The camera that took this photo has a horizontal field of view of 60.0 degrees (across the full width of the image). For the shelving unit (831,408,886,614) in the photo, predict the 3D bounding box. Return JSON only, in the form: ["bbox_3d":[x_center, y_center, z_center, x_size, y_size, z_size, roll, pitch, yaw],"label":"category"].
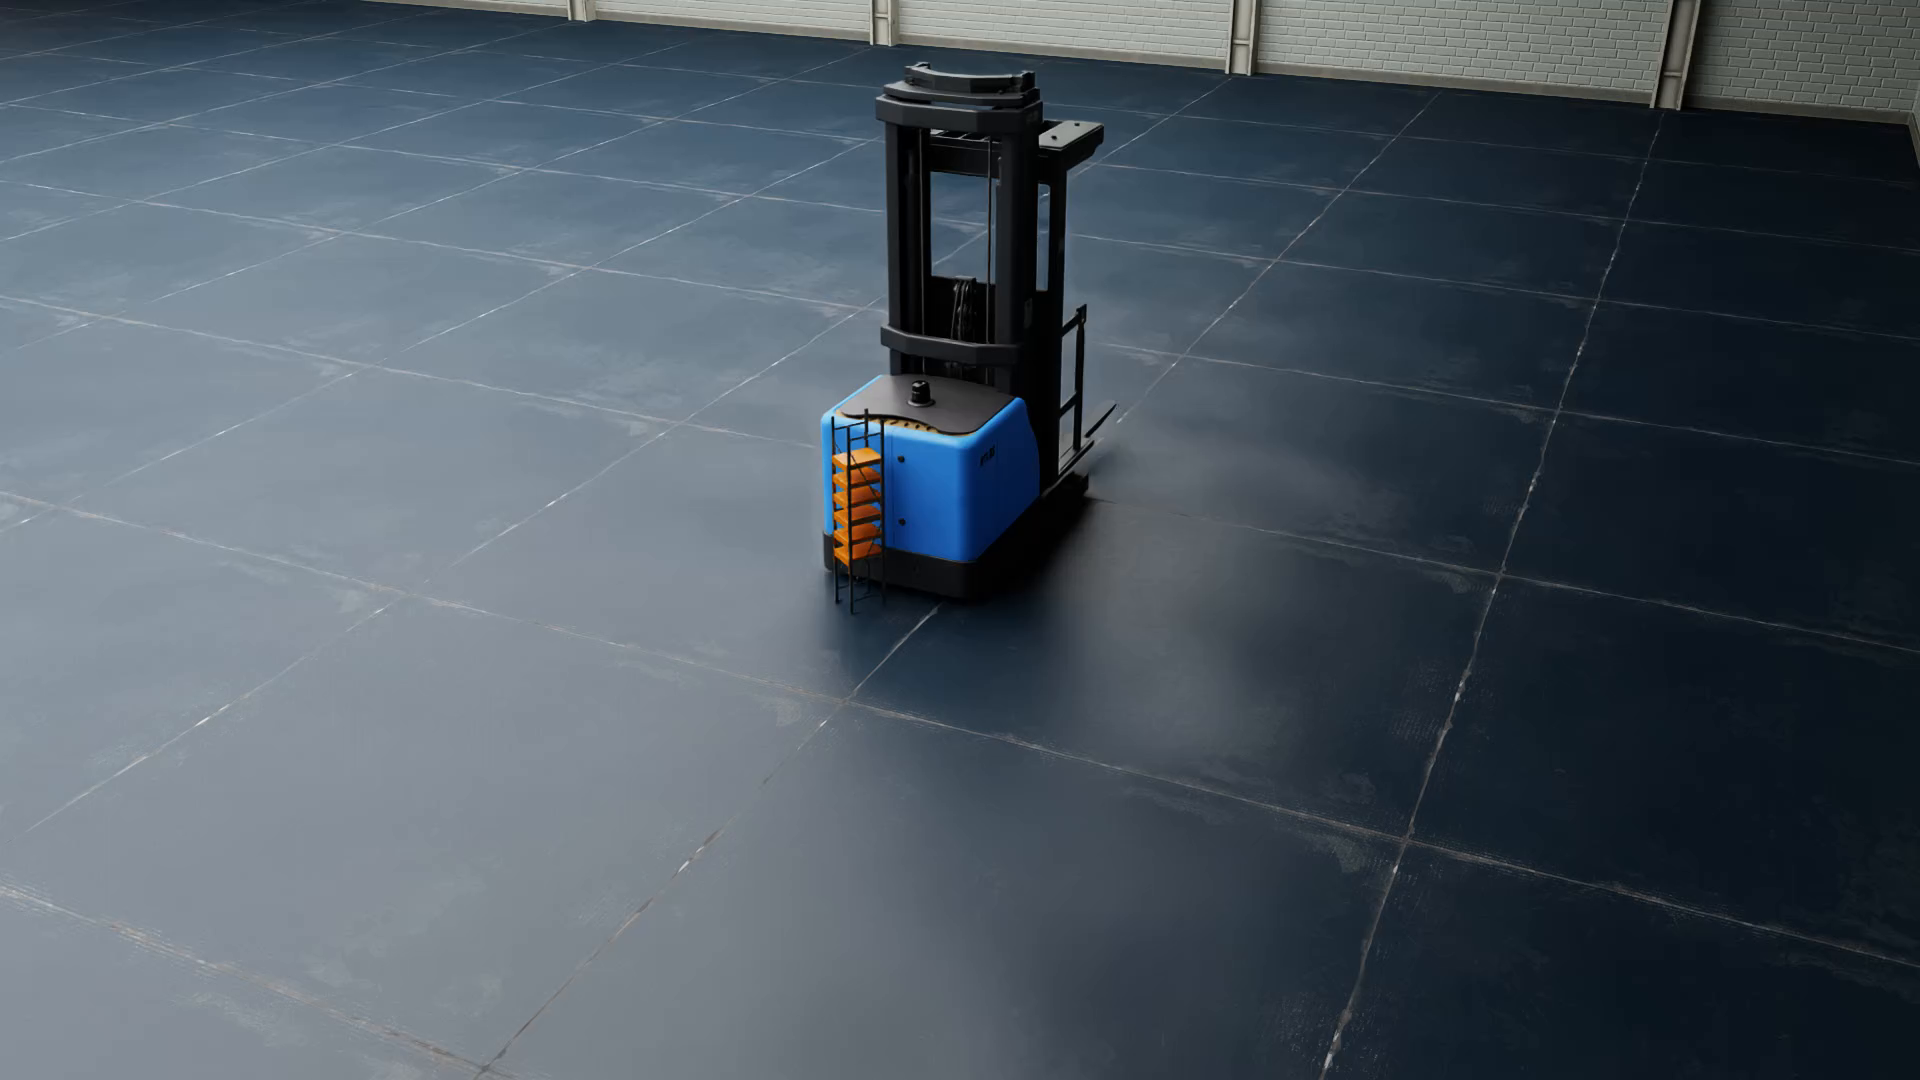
[{"bbox_3d":[-0.590,-0.159,9.709,0.258,1.200,0.189,-15,31,-29],"label":"shelving unit"}]

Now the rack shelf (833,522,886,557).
[{"bbox_3d":[-0.592,-0.012,9.783,0.258,0.103,0.180,-15,31,-29],"label":"rack shelf"}]

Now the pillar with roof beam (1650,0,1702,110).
[{"bbox_3d":[7.909,-8.253,17.325,0.400,9.000,9.100,11,28,22],"label":"pillar with roof beam"}]

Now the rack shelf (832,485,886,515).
[{"bbox_3d":[-0.589,-0.226,9.675,0.258,0.103,0.180,-15,31,-29],"label":"rack shelf"}]

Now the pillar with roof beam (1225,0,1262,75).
[{"bbox_3d":[2.447,-9.350,19.553,0.400,9.000,9.100,11,28,22],"label":"pillar with roof beam"}]

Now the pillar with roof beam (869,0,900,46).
[{"bbox_3d":[-3.015,-10.447,21.781,0.400,9.000,9.100,11,28,22],"label":"pillar with roof beam"}]

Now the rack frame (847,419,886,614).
[{"bbox_3d":[-0.541,-0.123,9.640,0.240,1.200,0.006,-15,31,-29],"label":"rack frame"}]

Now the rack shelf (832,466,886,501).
[{"bbox_3d":[-0.587,-0.333,9.621,0.258,0.103,0.180,-15,31,-29],"label":"rack shelf"}]

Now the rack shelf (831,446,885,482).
[{"bbox_3d":[-0.586,-0.440,9.566,0.258,0.103,0.180,-15,31,-29],"label":"rack shelf"}]

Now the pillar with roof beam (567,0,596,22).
[{"bbox_3d":[-8.476,-11.544,24.010,0.400,9.000,9.100,11,28,22],"label":"pillar with roof beam"}]

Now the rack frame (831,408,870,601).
[{"bbox_3d":[-0.639,-0.194,9.777,0.240,1.200,0.006,-15,31,-29],"label":"rack frame"}]

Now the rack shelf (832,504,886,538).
[{"bbox_3d":[-0.591,-0.119,9.729,0.258,0.103,0.180,-15,31,-29],"label":"rack shelf"}]

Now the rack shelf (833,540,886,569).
[{"bbox_3d":[-0.594,0.095,9.837,0.258,0.103,0.180,-15,31,-29],"label":"rack shelf"}]

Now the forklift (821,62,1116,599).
[{"bbox_3d":[0.227,-1.591,10.663,1.130,2.935,3.031,11,28,22],"label":"forklift"}]
